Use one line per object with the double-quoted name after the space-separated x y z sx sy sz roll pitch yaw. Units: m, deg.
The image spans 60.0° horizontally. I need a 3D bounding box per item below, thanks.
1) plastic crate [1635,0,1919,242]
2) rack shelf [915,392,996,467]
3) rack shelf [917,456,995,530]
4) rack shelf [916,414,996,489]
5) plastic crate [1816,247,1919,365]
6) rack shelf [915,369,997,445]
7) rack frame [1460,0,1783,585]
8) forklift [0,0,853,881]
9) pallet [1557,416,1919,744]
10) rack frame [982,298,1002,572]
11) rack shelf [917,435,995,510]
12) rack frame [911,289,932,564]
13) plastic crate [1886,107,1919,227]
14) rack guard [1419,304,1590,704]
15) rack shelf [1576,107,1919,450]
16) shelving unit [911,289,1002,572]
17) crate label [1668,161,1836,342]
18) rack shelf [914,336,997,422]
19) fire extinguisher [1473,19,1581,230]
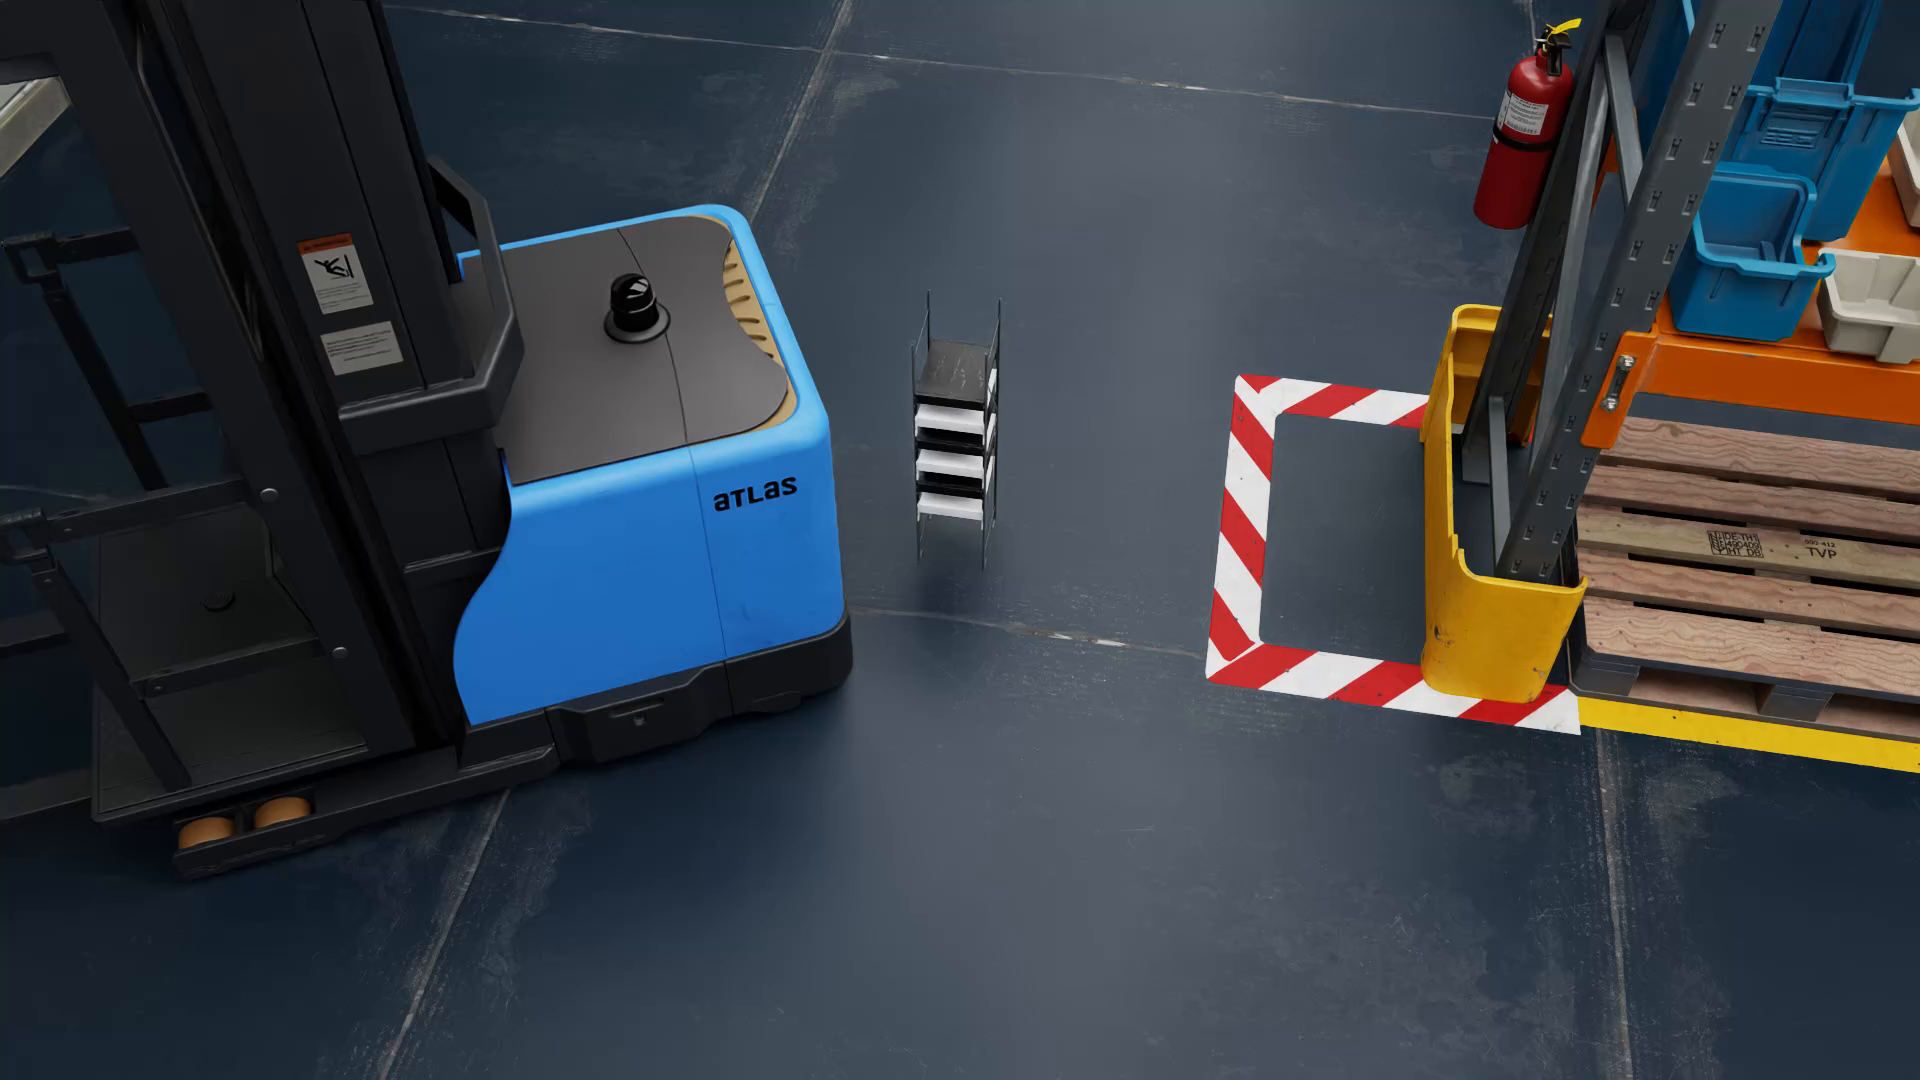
2.010 -1.100 4.158 0.499 0.435 0.616 8 49 7 "plastic crate"
-0.008 -0.340 4.874 0.200 0.077 0.258 8 49 7 "rack shelf"
-0.008 -0.159 5.075 0.200 0.077 0.258 8 49 7 "rack shelf"
-0.008 -0.280 4.941 0.200 0.077 0.258 8 49 7 "rack shelf"
2.132 -0.531 3.847 0.298 0.136 0.250 8 49 7 "plastic crate"
-0.008 -0.400 4.807 0.200 0.077 0.258 8 49 7 "rack shelf"
1.647 -0.976 4.110 0.127 3.000 1.000 8 49 7 "rack frame"
-1.885 -0.532 3.757 3.031 2.935 1.130 -14 50 -12 "forklift"
2.452 0.094 5.024 1.213 0.211 1.003 8 49 7 "pallet"
0.092 -0.288 4.904 0.006 0.900 0.240 8 49 7 "rack frame"
-0.008 -0.219 5.008 0.200 0.077 0.258 8 49 7 "rack shelf"
-0.108 -0.315 4.928 0.006 0.900 0.240 8 49 7 "rack frame"
2.482 -0.932 4.208 0.243 0.136 0.396 8 49 7 "plastic crate"
1.621 -0.134 5.034 0.348 0.500 1.175 8 49 7 "rack guard"
3.615 -0.471 4.140 4.000 0.370 1.077 8 49 7 "rack shelf"
-0.008 -0.302 4.916 0.210 0.900 0.258 8 49 7 "shelving unit"
1.831 -0.666 3.904 0.303 0.233 0.416 8 49 7 "crate label"
-0.008 -0.460 4.740 0.200 0.077 0.258 8 49 7 "rack shelf"
1.579 -1.178 4.594 0.183 0.674 0.296 8 49 7 "fire extinguisher"
